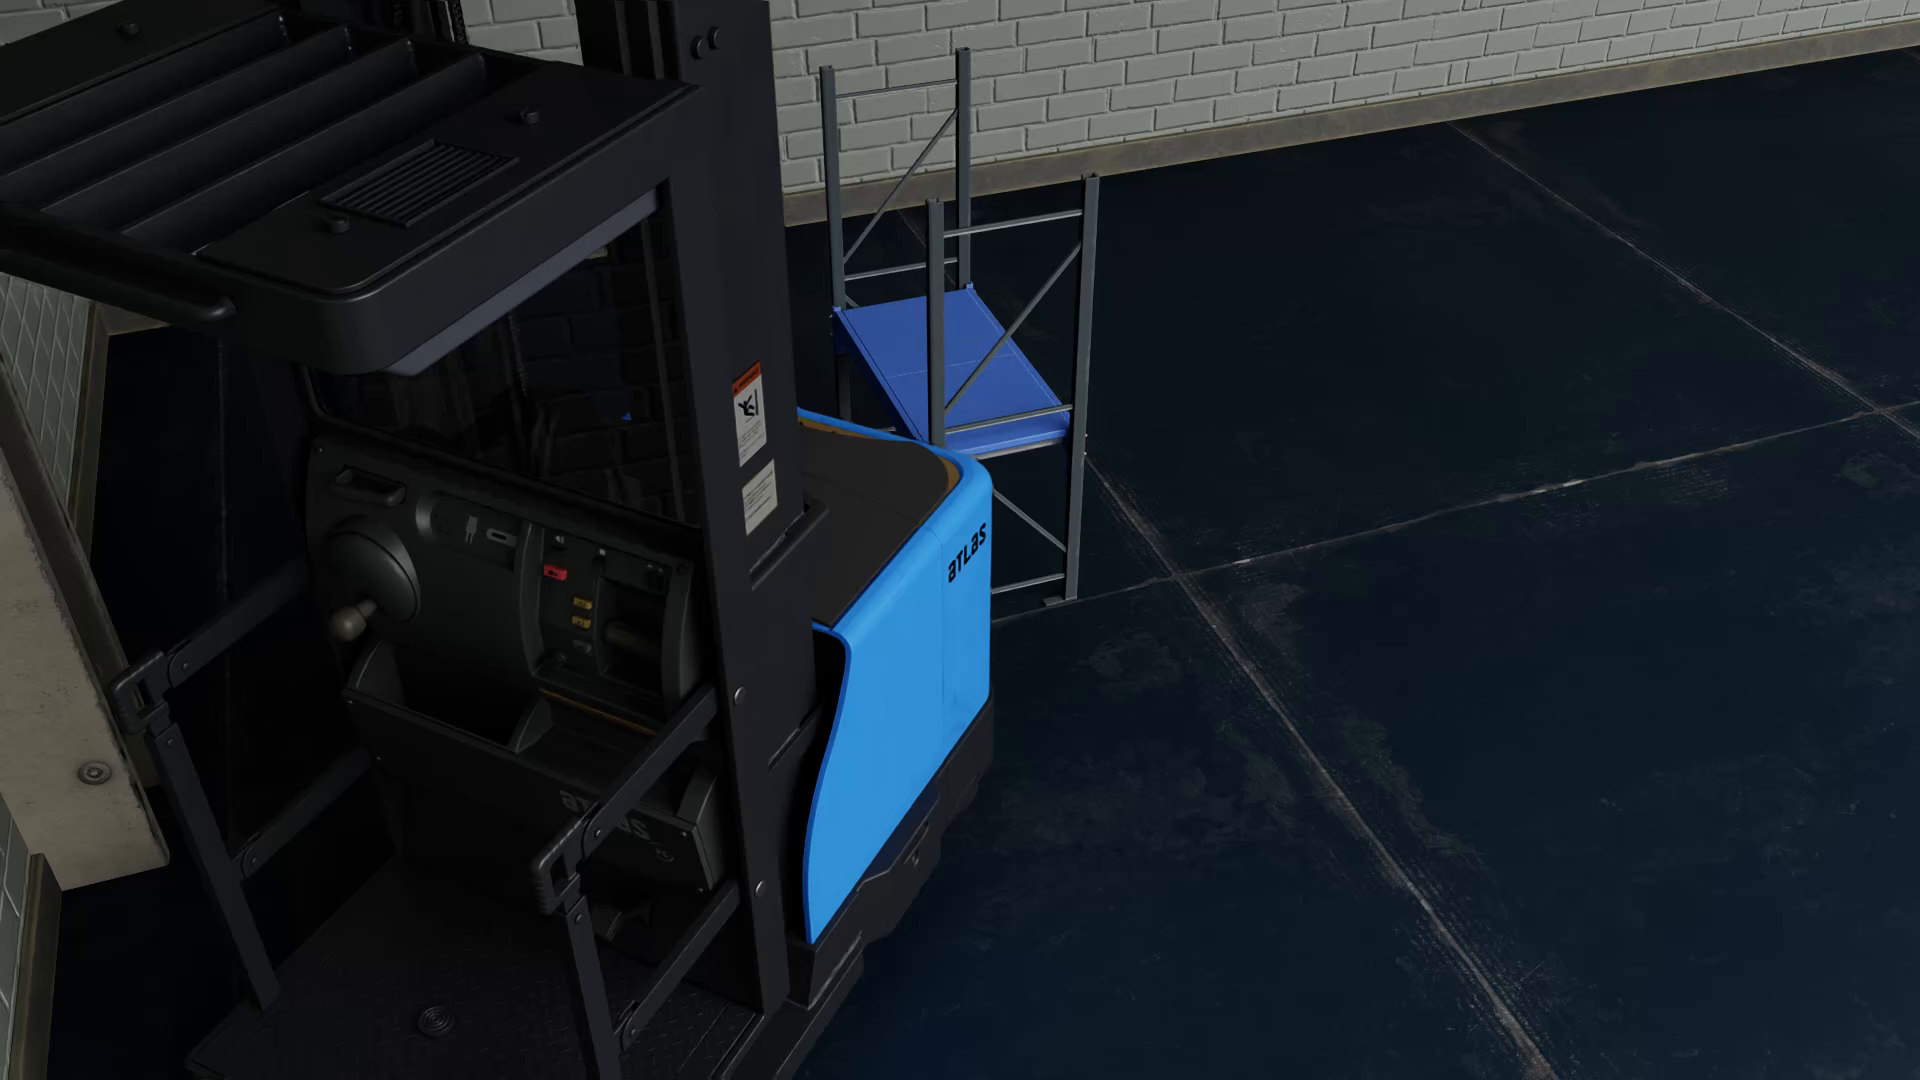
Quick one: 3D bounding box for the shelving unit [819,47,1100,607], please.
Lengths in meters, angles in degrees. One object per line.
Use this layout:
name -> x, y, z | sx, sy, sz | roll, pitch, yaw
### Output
shelving unit -> -0.029, -0.647, 5.363 | 0.538, 1.500, 1.048 | -12, 39, -16

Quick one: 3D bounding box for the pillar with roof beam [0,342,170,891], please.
pillar with roof beam -> 1.657, -3.674, 3.148 | 9.100, 9.000, 0.400 | -12, 39, -16

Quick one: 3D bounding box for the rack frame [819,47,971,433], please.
rack frame -> -0.204, -0.934, 5.744 | 0.500, 1.500, 0.032 | -12, 39, -16

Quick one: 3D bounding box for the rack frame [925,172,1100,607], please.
rack frame -> 0.146, -0.360, 4.981 | 0.500, 1.500, 0.032 | -12, 39, -16

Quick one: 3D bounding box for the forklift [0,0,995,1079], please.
forklift -> -1.011, 0.148, 3.117 | 1.130, 2.935, 3.031 | 17, 40, 21

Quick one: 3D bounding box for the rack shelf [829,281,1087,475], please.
rack shelf -> -0.029, -0.504, 5.471 | 0.538, 0.185, 1.000 | -12, 39, -16
